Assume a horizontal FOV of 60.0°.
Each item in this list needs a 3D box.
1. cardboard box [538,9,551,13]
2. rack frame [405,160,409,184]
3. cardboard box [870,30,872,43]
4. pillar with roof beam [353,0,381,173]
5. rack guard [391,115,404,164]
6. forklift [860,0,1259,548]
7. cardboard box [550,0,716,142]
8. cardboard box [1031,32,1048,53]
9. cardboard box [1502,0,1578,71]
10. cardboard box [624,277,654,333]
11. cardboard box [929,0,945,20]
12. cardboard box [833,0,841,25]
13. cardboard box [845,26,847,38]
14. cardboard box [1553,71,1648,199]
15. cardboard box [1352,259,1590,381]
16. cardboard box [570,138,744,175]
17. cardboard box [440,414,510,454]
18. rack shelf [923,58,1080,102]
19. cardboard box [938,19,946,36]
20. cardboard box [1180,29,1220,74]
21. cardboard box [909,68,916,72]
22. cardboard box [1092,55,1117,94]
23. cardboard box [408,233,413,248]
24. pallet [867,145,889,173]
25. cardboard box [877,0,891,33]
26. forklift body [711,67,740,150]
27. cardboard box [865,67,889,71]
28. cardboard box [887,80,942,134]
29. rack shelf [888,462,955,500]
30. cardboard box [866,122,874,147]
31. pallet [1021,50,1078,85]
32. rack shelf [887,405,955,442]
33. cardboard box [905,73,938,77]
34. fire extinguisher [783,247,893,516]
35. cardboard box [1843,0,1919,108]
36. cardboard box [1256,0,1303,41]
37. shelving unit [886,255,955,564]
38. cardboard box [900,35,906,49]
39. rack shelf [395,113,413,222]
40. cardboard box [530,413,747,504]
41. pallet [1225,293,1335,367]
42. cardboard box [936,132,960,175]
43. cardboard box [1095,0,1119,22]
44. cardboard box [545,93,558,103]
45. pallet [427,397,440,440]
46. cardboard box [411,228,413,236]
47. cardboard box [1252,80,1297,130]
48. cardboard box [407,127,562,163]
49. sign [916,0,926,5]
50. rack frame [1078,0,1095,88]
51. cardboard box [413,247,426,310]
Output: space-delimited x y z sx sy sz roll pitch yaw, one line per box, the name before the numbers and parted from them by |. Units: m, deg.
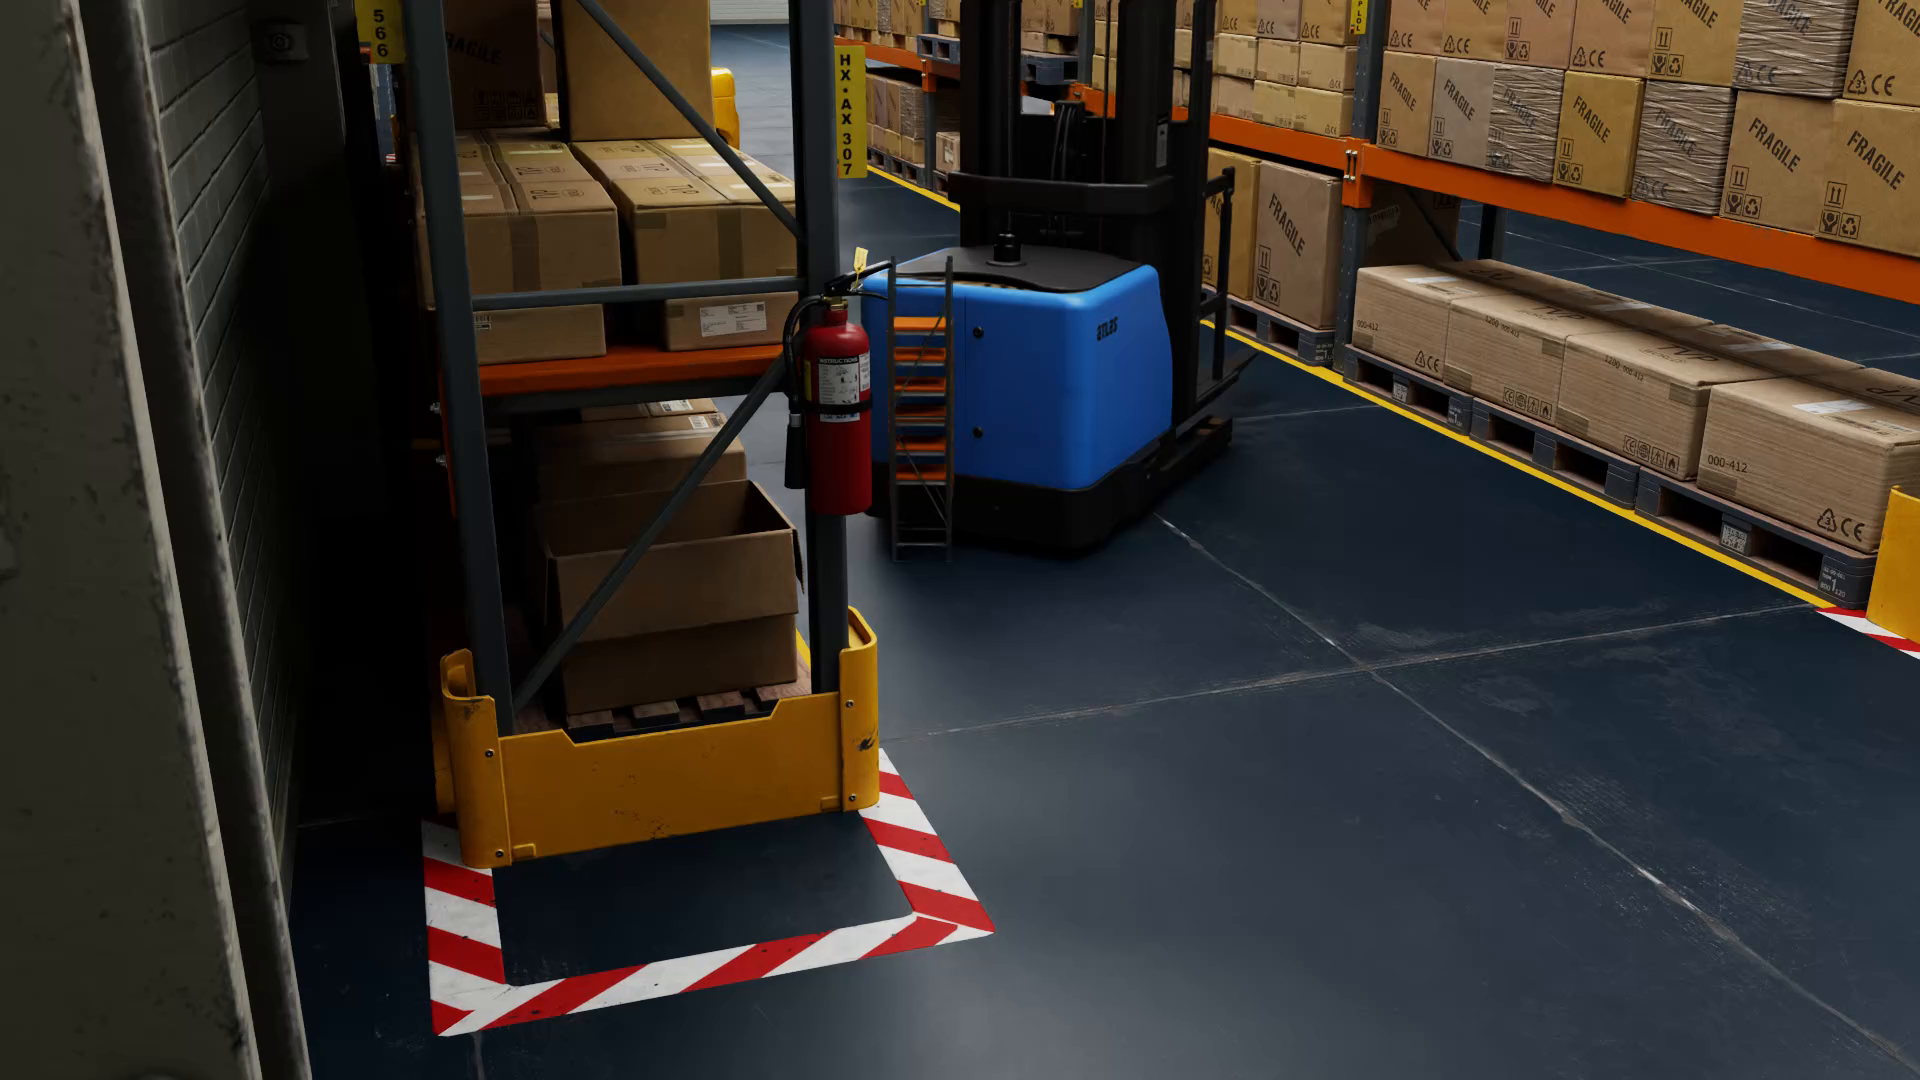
cardboard box | -2.161 -2.489 8.641 0.700 0.500 0.500 -6 21 -17
rack frame | -4.573 -4.467 14.915 1.000 3.000 0.127 -6 21 -17
cardboard box | -0.766 -5.525 18.232 0.380 0.149 0.250 -7 21 -19
pillar with roof beam | -2.380 -8.712 17.860 9.100 9.000 0.400 -6 21 -17
rack guard | -5.838 -4.582 18.933 1.175 0.500 0.348 -6 21 -17
forklift | 0.680 -1.806 7.609 1.130 2.935 3.031 9 22 24
cardboard box | -1.160 -1.694 5.867 0.500 0.500 0.500 -6 21 -16
cardboard box | 0.794 -4.026 13.438 0.380 0.149 0.250 -7 21 -18
cardboard box | 2.875 -2.439 7.642 0.500 0.500 0.500 -6 21 -16
cardboard box | -0.768 -0.709 4.825 0.380 0.149 0.250 -6 21 -16
cardboard box | 0.013 -5.199 15.745 0.500 0.500 0.500 -6 21 -16
cardboard box | -1.234 -6.285 19.388 0.500 0.500 0.500 -7 21 -18
cardboard box | -1.110 -5.856 19.156 0.380 0.149 0.250 -7 21 -19
cardboard box | 3.018 -1.809 7.368 0.500 0.500 0.500 -6 21 -16
cardboard box | 2.748 -1.207 9.009 0.875 0.438 0.875 -7 21 -18
cardboard box | -1.009 -1.184 5.556 0.500 0.250 0.500 -7 21 -18
cardboard box | -2.075 -0.595 7.491 0.500 0.311 0.500 -6 21 -15
rack shelf | 0.767 -4.015 14.721 1.077 0.370 4.000 -6 21 -17
cardboard box | 0.012 -4.864 15.771 0.380 0.149 0.250 -6 21 -16
cardboard box | 1.773 -3.196 10.860 0.500 0.250 0.500 -6 21 -16
cardboard box | -0.365 -5.420 18.946 0.380 0.149 0.250 -6 21 -16
cardboard box | 1.310 -3.457 12.327 0.500 0.250 0.500 -7 21 -18
cardboard box | -2.973 -1.546 9.860 0.500 0.500 0.500 -7 21 -19
pallet | -0.494 -4.287 18.540 1.003 0.211 1.213 -6 21 -17
cardboard box | -0.573 -5.629 17.563 0.500 0.500 0.500 -6 21 -16
forklift body | -3.502 -4.936 17.478 2.313 2.155 1.214 -6 21 -17
cardboard box | -1.120 -5.240 19.404 0.500 0.500 0.500 -7 21 -19
cardboard box | -0.464 -4.576 17.557 0.500 0.500 0.500 -6 21 -16
rack shelf | -0.151 -0.236 6.639 0.258 0.103 0.180 0 20 1
cardboard box | -0.791 -4.556 18.610 0.500 0.250 0.500 -5 20 -14
pallet | 1.070 -3.839 13.451 1.213 0.211 1.003 -6 21 -17
rack shelf | -0.151 -0.461 6.558 0.258 0.103 0.180 0 20 1
cardboard box | -0.301 -4.976 18.671 0.500 0.500 0.500 -7 21 -18
fire extinguisher | -0.316 -0.406 4.275 0.296 0.674 0.183 -6 21 -17
cardboard box | 3.532 -1.792 5.840 0.500 0.500 0.500 -6 21 -15
cardboard box | 2.104 -3.228 9.838 0.500 0.500 0.500 -6 21 -16
shelving unit | -0.151 -0.503 6.543 0.258 1.200 0.189 0 20 1
cardboard box | -0.410 -5.201 17.330 0.380 0.149 0.250 -7 21 -18
rack shelf | -2.687 -2.203 9.676 1.077 0.370 4.000 -6 21 -17
cardboard box | -1.135 -0.122 5.895 0.700 0.500 0.500 -6 20 -15
pallet | 2.338 -1.355 10.378 1.003 0.211 1.213 -6 21 -17
cardboard box | 0.305 -3.788 16.292 0.950 0.372 0.625 -6 21 -17
cardboard box | 1.318 -4.045 12.114 0.500 0.500 0.500 -7 21 -19
cardboard box | -1.667 -1.831 7.360 0.500 0.250 0.500 -6 21 -16
pallet | -2.350 -0.844 8.955 1.003 0.211 1.213 -6 21 -17
cardboard box | -2.895 -1.724 9.397 0.380 0.149 0.250 -6 21 -16
cardboard box | 2.113 -2.638 10.046 0.500 0.250 0.500 -7 21 -18
cardboard box | -1.674 -1.298 5.873 0.500 0.250 0.500 -6 21 -17
sign | -0.375 -5.343 16.073 0.100 0.325 0.005 -6 21 -17
rack frame | 1.395 -3.712 12.813 1.000 3.000 0.127 -6 21 -17
cardboard box | -1.479 -0.817 5.126 0.380 0.149 0.250 -6 21 -17
